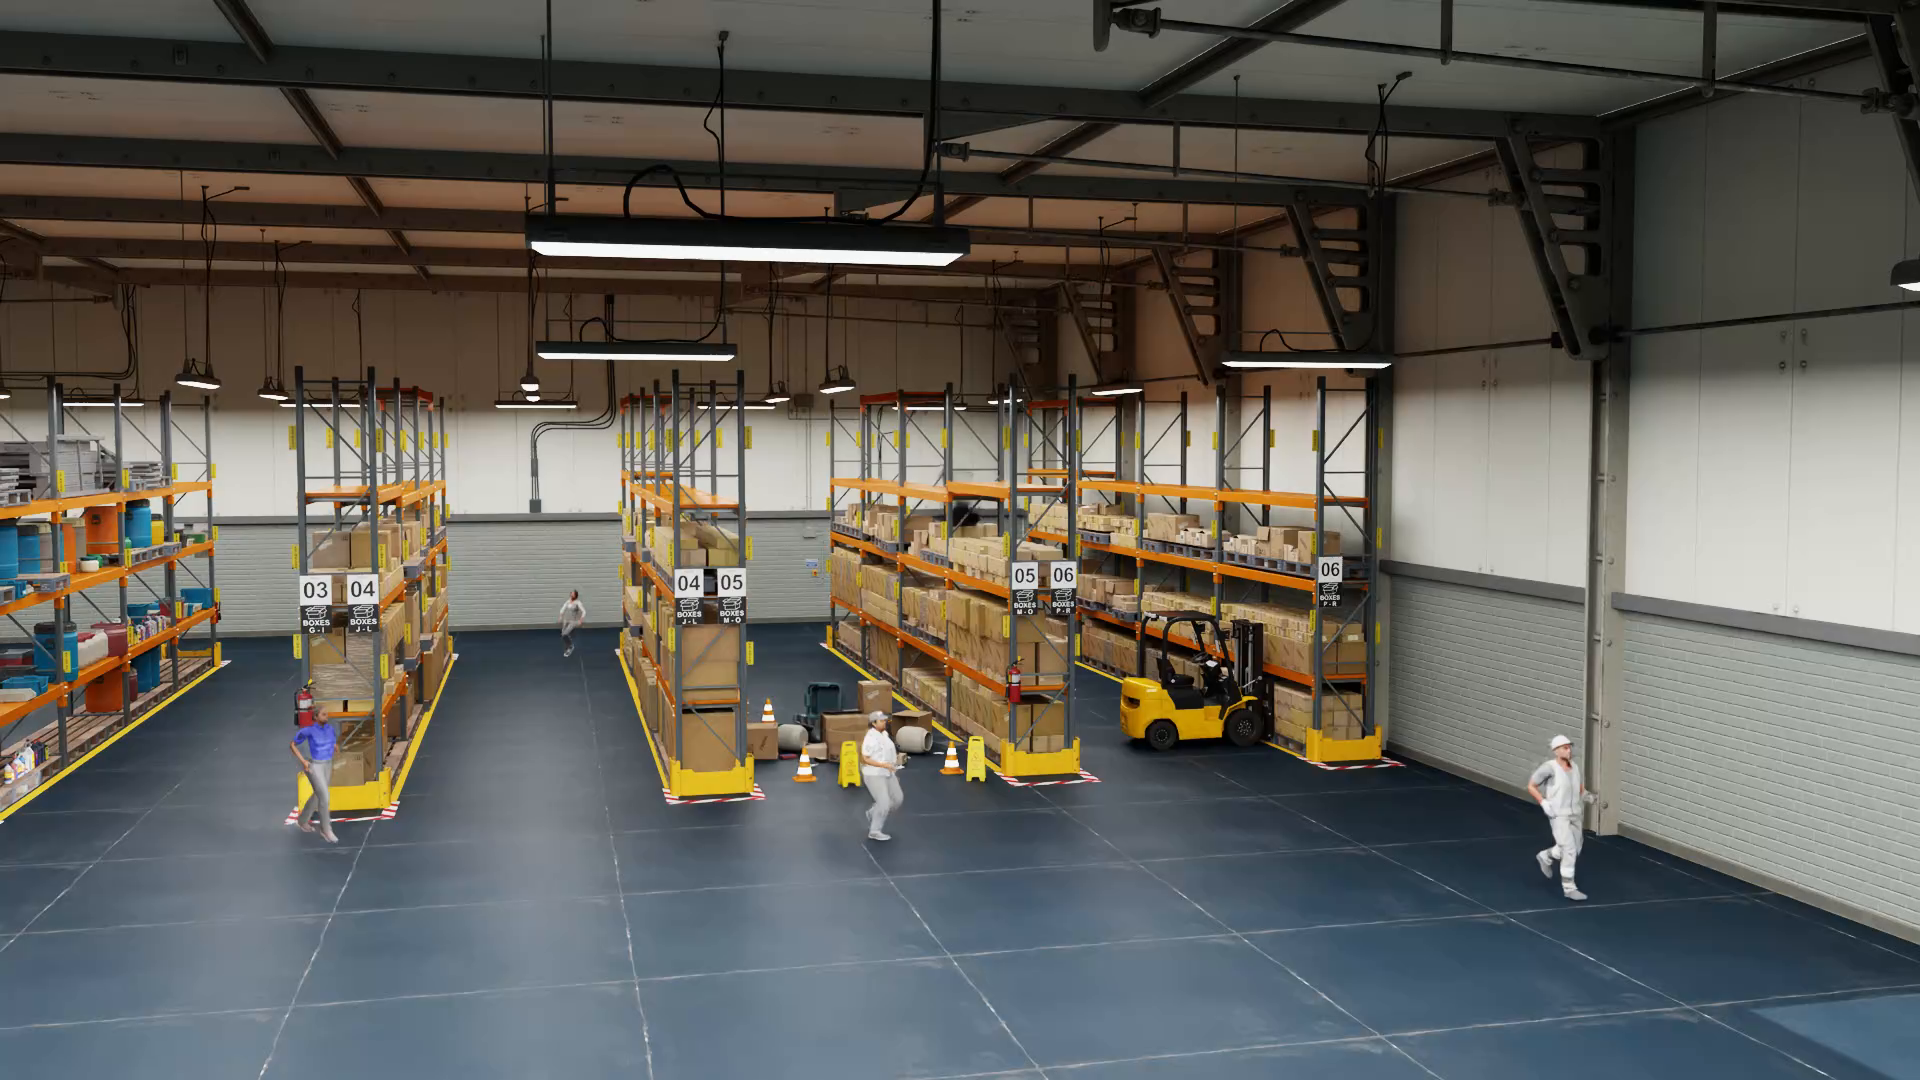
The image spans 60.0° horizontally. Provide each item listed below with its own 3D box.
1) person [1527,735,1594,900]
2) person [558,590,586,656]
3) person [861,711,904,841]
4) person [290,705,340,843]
[{"bbox_3d":[6.623,3.030,18.335,0.668,1.758,0.849,-1,4,-23],"label":"person"},{"bbox_3d":[-9.057,1.935,38.581,0.601,1.547,0.499,2,4,25],"label":"person"},{"bbox_3d":[-0.986,2.946,20.852,0.565,1.619,0.601,2,4,27],"label":"person"},{"bbox_3d":[-8.083,2.934,20.937,0.737,1.717,0.567,1,4,21],"label":"person"}]
